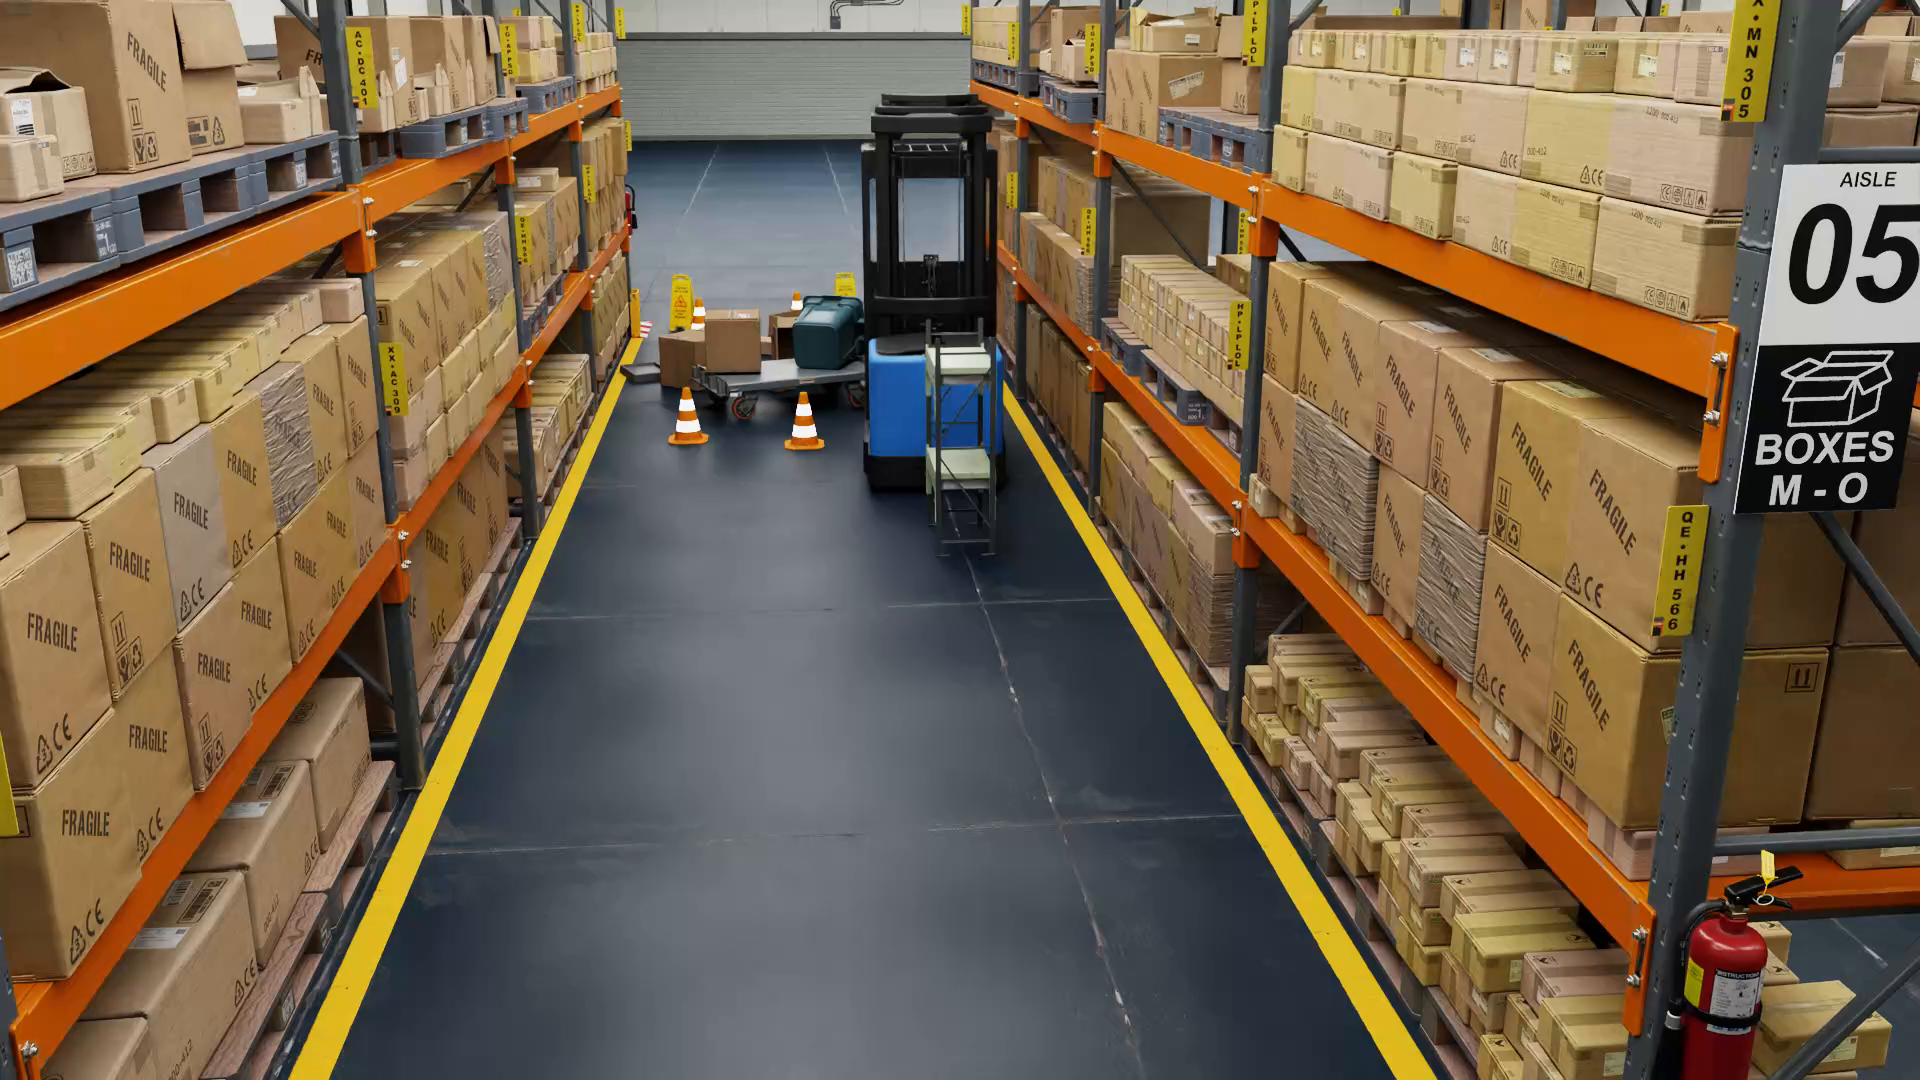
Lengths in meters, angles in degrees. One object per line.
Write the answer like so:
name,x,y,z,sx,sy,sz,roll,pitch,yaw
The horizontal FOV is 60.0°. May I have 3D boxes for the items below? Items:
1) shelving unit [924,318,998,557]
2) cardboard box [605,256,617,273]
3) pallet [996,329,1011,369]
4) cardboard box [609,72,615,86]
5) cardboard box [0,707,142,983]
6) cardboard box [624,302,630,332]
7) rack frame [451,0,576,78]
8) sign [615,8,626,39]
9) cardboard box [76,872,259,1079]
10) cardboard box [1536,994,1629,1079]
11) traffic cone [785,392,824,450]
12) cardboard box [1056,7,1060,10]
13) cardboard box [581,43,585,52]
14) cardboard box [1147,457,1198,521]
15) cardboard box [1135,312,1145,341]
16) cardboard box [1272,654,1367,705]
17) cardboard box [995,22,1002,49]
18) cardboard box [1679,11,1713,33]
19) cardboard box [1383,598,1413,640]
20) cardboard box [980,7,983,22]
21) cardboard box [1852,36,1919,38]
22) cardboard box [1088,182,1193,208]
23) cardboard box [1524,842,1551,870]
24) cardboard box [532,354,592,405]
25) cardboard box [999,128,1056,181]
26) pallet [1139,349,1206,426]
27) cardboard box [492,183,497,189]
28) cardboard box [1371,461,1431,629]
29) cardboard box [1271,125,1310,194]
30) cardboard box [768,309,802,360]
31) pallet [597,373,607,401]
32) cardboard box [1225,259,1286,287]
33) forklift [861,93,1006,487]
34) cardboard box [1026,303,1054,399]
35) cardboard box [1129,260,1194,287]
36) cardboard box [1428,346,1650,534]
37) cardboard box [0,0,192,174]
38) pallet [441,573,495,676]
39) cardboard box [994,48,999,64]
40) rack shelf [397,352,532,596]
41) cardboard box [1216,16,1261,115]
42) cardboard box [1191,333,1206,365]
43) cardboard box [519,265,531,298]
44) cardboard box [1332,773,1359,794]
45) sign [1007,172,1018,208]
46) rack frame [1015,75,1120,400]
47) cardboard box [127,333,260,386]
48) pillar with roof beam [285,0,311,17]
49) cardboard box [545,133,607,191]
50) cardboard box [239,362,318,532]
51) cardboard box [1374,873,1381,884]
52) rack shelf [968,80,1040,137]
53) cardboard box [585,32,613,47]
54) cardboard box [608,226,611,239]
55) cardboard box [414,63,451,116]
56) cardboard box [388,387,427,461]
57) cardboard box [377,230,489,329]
shelving unit,-0.001,-0.718,11.459,0.431,1.500,0.755,-2,18,-6
cardboard box,-3.797,-2.881,17.400,0.380,0.149,0.250,-1,17,-3
pallet,0.905,-2.071,17.921,1.003,0.211,1.213,-2,18,-6
cardboard box,-3.918,-4.957,17.870,0.380,0.149,0.250,-2,18,-5
cardboard box,-2.405,0.751,4.111,0.500,0.500,0.500,-2,18,-6
cardboard box,-3.938,-2.465,18.412,0.500,0.250,0.500,-2,18,-6
rack frame,-3.879,-5.487,14.131,1.000,3.000,0.127,-2,18,-6
sign,-3.737,-5.681,18.280,0.100,0.325,0.005,-2,18,-6
cardboard box,-2.911,1.506,5.447,0.875,0.438,0.875,-1,17,-4
cardboard box,1.965,1.493,4.978,0.380,0.149,0.250,-2,17,-5
traffic cone,-1.334,-1.033,14.194,0.336,0.463,0.334,-2,18,-6
cardboard box,1.178,-5.320,16.827,0.380,0.149,0.250,-2,18,-6
cardboard box,-3.661,-4.576,15.325,0.380,0.149,0.250,-2,18,-7
cardboard box,1.423,-0.315,9.892,0.500,0.250,0.500,-3,18,-8
cardboard box,1.348,-1.397,10.837,0.380,0.149,0.250,-1,17,-3
cardboard box,1.658,0.644,7.682,0.380,0.149,0.250,-1,17,-3
cardboard box,0.627,-4.996,16.460,0.500,0.250,0.500,-2,18,-6
cardboard box,5.993,-3.891,13.055,0.500,0.500,0.500,-1,17,-5
cardboard box,1.821,0.259,6.263,0.380,0.149,0.250,-1,17,-4
cardboard box,0.417,-5.604,17.731,0.380,0.149,0.250,-2,17,-5
cardboard box,2.501,-1.284,4.502,0.380,0.149,0.250,-2,18,-6
cardboard box,1.357,-2.426,12.559,0.700,0.500,0.500,-2,18,-6
cardboard box,2.278,1.232,6.306,0.380,0.149,0.250,-1,17,-3
cardboard box,-3.822,-1.415,14.863,0.950,0.372,0.625,-2,17,-5
cardboard box,0.877,-3.989,17.321,0.875,0.550,0.500,-2,18,-6
pallet,1.692,-0.936,9.971,1.003,0.211,1.213,-2,18,-6
cardboard box,-4.064,-2.717,13.959,0.500,0.500,0.500,-2,18,-5
cardboard box,1.819,-0.001,6.010,0.500,0.500,0.500,-1,17,-3
cardboard box,1.645,-1.638,7.129,0.500,0.250,0.500,-1,17,-3
cardboard box,-1.592,-2.180,17.782,0.637,0.503,0.797,16,24,42
pallet,-3.983,-1.493,16.082,1.003,0.211,1.213,-2,18,-6
cardboard box,1.977,-1.774,11.044,0.380,0.149,0.250,-2,18,-6
forklift,-0.258,-2.195,13.774,1.130,2.935,3.031,-1,17,-3
cardboard box,1.188,-1.753,15.307,1.050,0.750,0.750,-2,18,-6
cardboard box,1.332,-1.757,10.990,0.380,0.149,0.250,-2,18,-7
cardboard box,1.863,-0.334,5.399,0.500,0.500,0.500,-1,17,-3
cardboard box,-2.700,-1.382,5.028,0.500,0.500,0.500,-1,17,-5
pallet,-3.337,0.497,9.741,1.003,0.211,1.213,-2,18,-6
cardboard box,0.546,-4.845,16.646,0.380,0.149,0.250,-2,18,-6
rack shelf,-3.260,-0.494,9.444,1.077,0.370,4.000,-2,18,-6
cardboard box,1.831,-2.569,8.972,0.797,0.503,0.637,-2,18,-6
cardboard box,1.513,-1.071,9.301,0.380,0.149,0.250,-3,18,-8
cardboard box,-3.282,-1.964,11.561,0.500,0.500,0.500,-2,18,-7
cardboard box,1.785,1.019,6.986,0.380,0.149,0.250,-1,17,-3
sign,0.482,-3.241,15.415,0.100,0.325,0.005,-2,18,-6
rack frame,1.034,-2.808,15.613,1.000,3.000,0.127,-2,18,-6
cardboard box,-2.636,-0.611,5.696,0.380,0.149,0.250,-2,18,-7
pillar with roof beam,-7.009,-9.997,28.498,9.100,9.000,0.400,-2,18,-6
cardboard box,-3.739,-3.582,15.747,0.700,0.500,0.500,-2,18,-5
cardboard box,-2.624,-0.331,5.888,0.500,0.500,0.500,-2,17,-5
cardboard box,1.855,1.315,6.539,0.380,0.149,0.250,-1,17,-4
rack shelf,0.828,-4.492,17.170,1.077,0.370,4.000,-2,18,-6
cardboard box,-3.963,-5.417,18.003,0.380,0.149,0.250,-2,18,-5
cardboard box,-3.839,-3.213,17.323,0.380,0.149,0.250,-2,18,-6
cardboard box,-2.894,-2.364,8.714,0.396,0.266,0.258,0,17,-1
cardboard box,-2.819,-0.548,7.831,0.500,0.250,0.500,-2,18,-7
cardboard box,-3.047,-1.511,9.646,0.500,0.500,0.500,-2,18,-6
